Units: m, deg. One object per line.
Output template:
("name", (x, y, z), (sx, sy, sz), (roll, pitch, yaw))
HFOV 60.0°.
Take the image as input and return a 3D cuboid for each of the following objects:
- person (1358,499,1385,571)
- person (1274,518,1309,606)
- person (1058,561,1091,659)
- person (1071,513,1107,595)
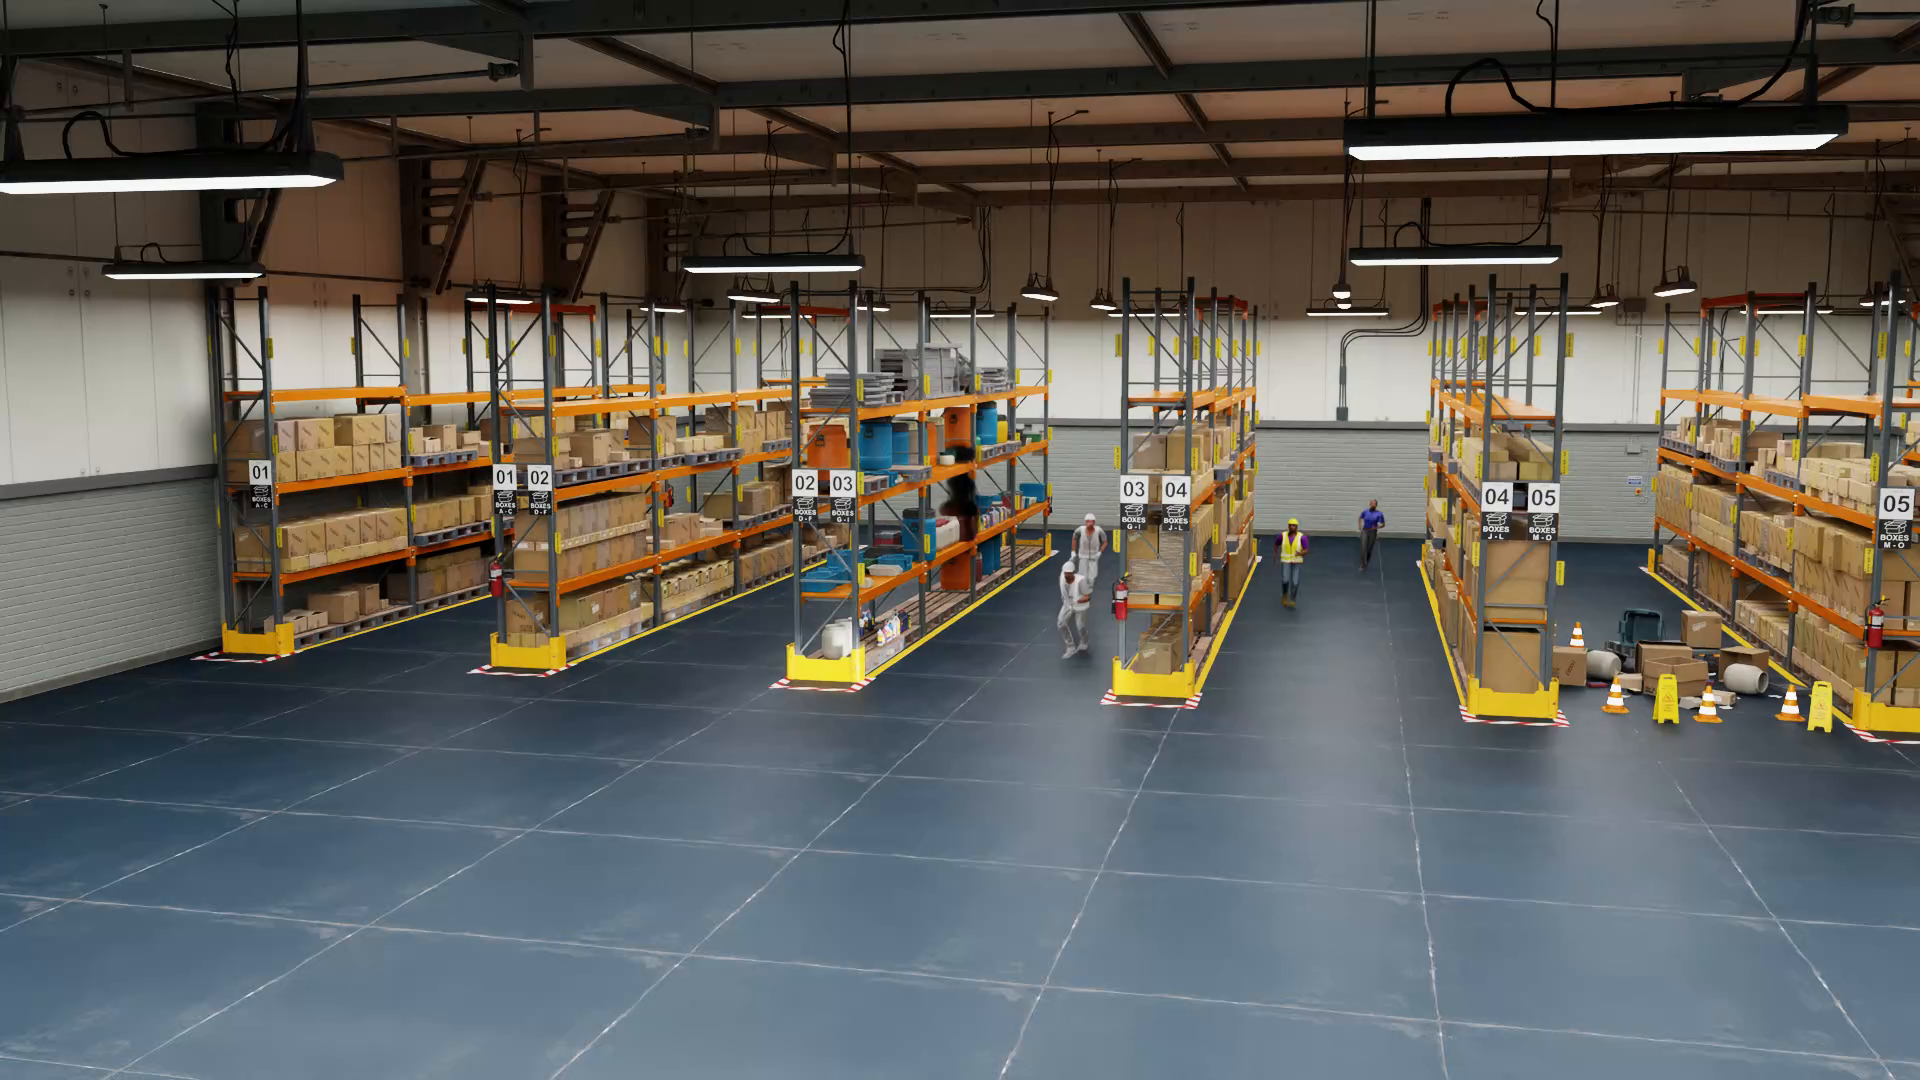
("person", (9.334, -0.113, 37.765), (0.621, 1.638, 0.777), (3, 7, 23))
("person", (6.398, 0.438, 32.111), (0.674, 1.721, 0.659), (1, 7, 10))
("person", (1.880, 1.093, 26.965), (0.706, 1.589, 1.122), (4, 8, 29))
("person", (2.380, 0.350, 30.612), (0.646, 1.726, 0.716), (0, 7, -2))
